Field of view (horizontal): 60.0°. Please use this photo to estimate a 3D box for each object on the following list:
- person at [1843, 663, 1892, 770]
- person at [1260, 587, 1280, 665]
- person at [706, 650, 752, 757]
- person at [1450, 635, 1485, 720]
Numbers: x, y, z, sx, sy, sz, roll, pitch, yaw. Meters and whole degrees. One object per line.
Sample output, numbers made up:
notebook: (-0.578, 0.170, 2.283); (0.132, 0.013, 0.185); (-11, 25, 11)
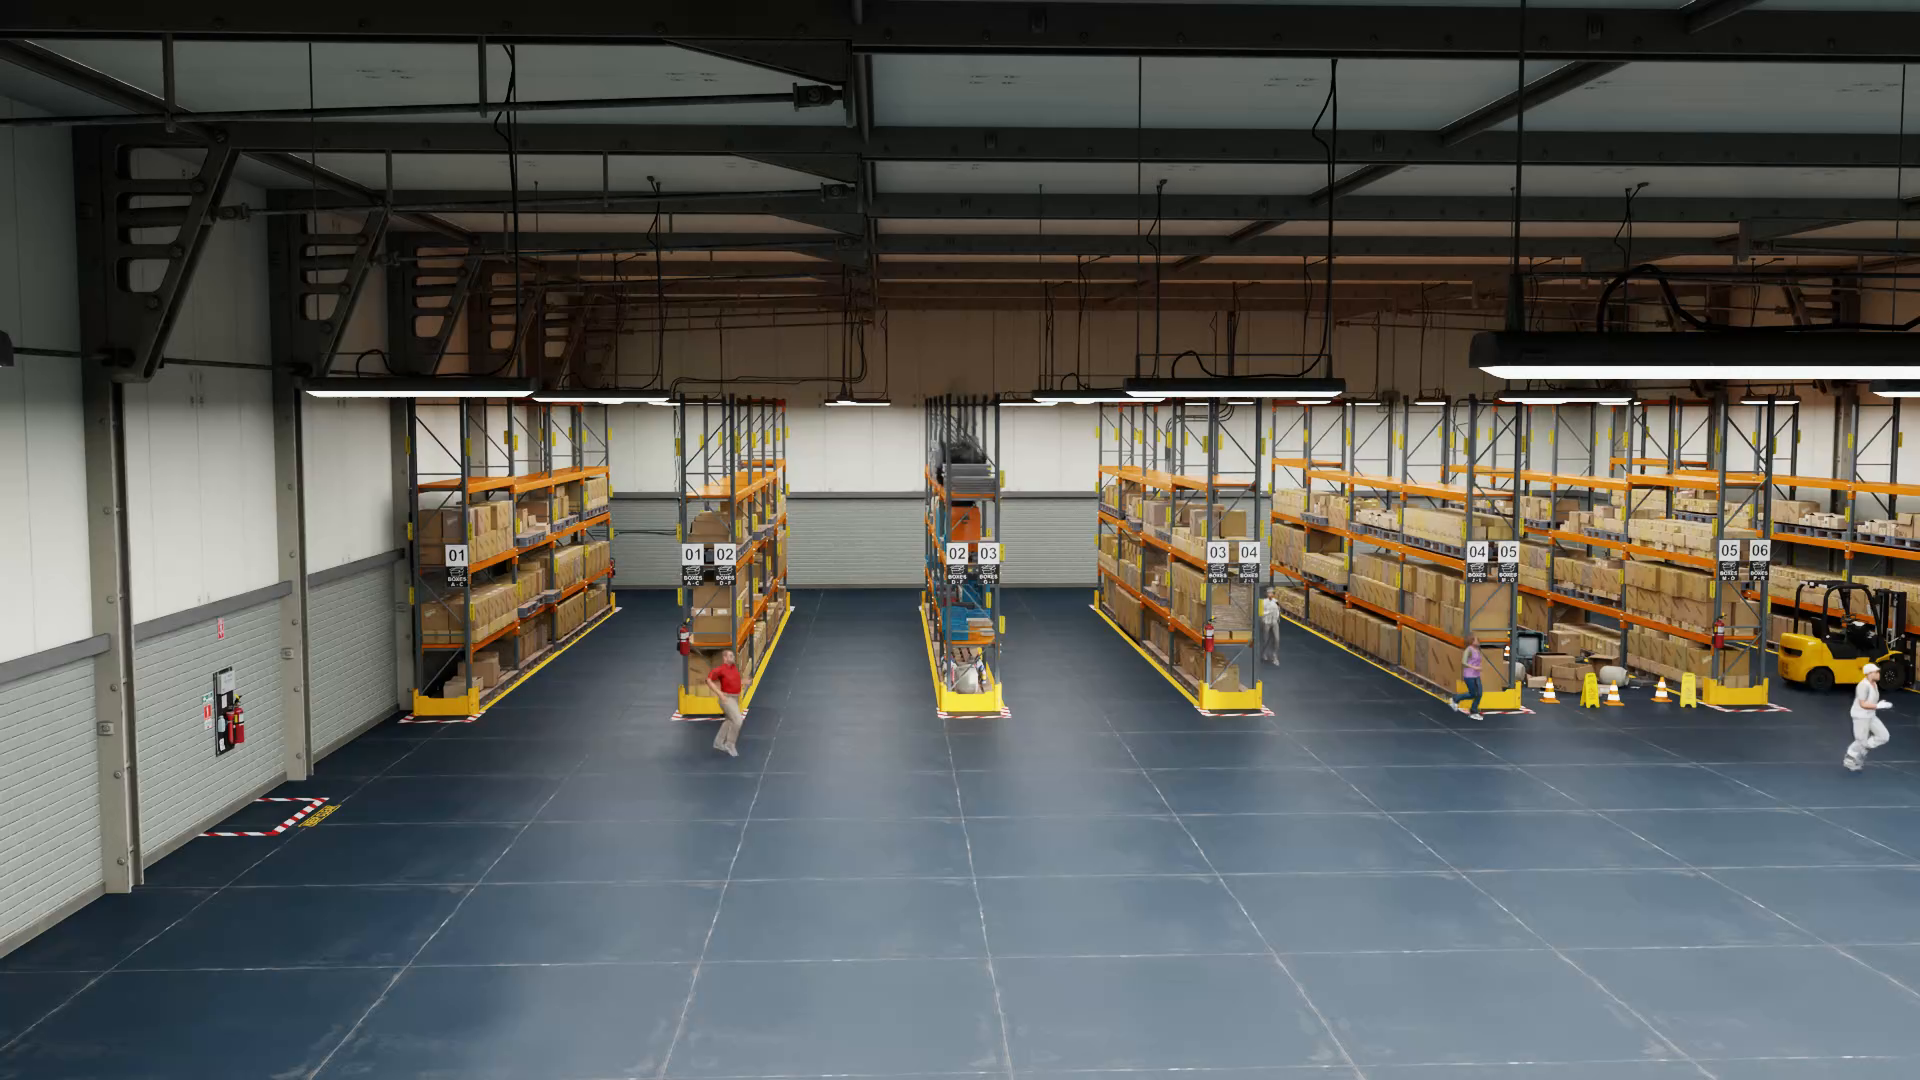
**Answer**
person: (14.239, 2.782, 26.057); (0.698, 1.722, 0.726); (-4, 6, -40)
person: (6.979, 1.913, 37.430); (0.596, 1.740, 0.720); (-1, 5, -10)
person: (-3.792, 2.708, 27.499); (0.719, 1.790, 0.639); (1, 5, 17)
person: (9.407, 2.516, 30.709); (0.673, 1.563, 0.558); (4, 6, 43)
